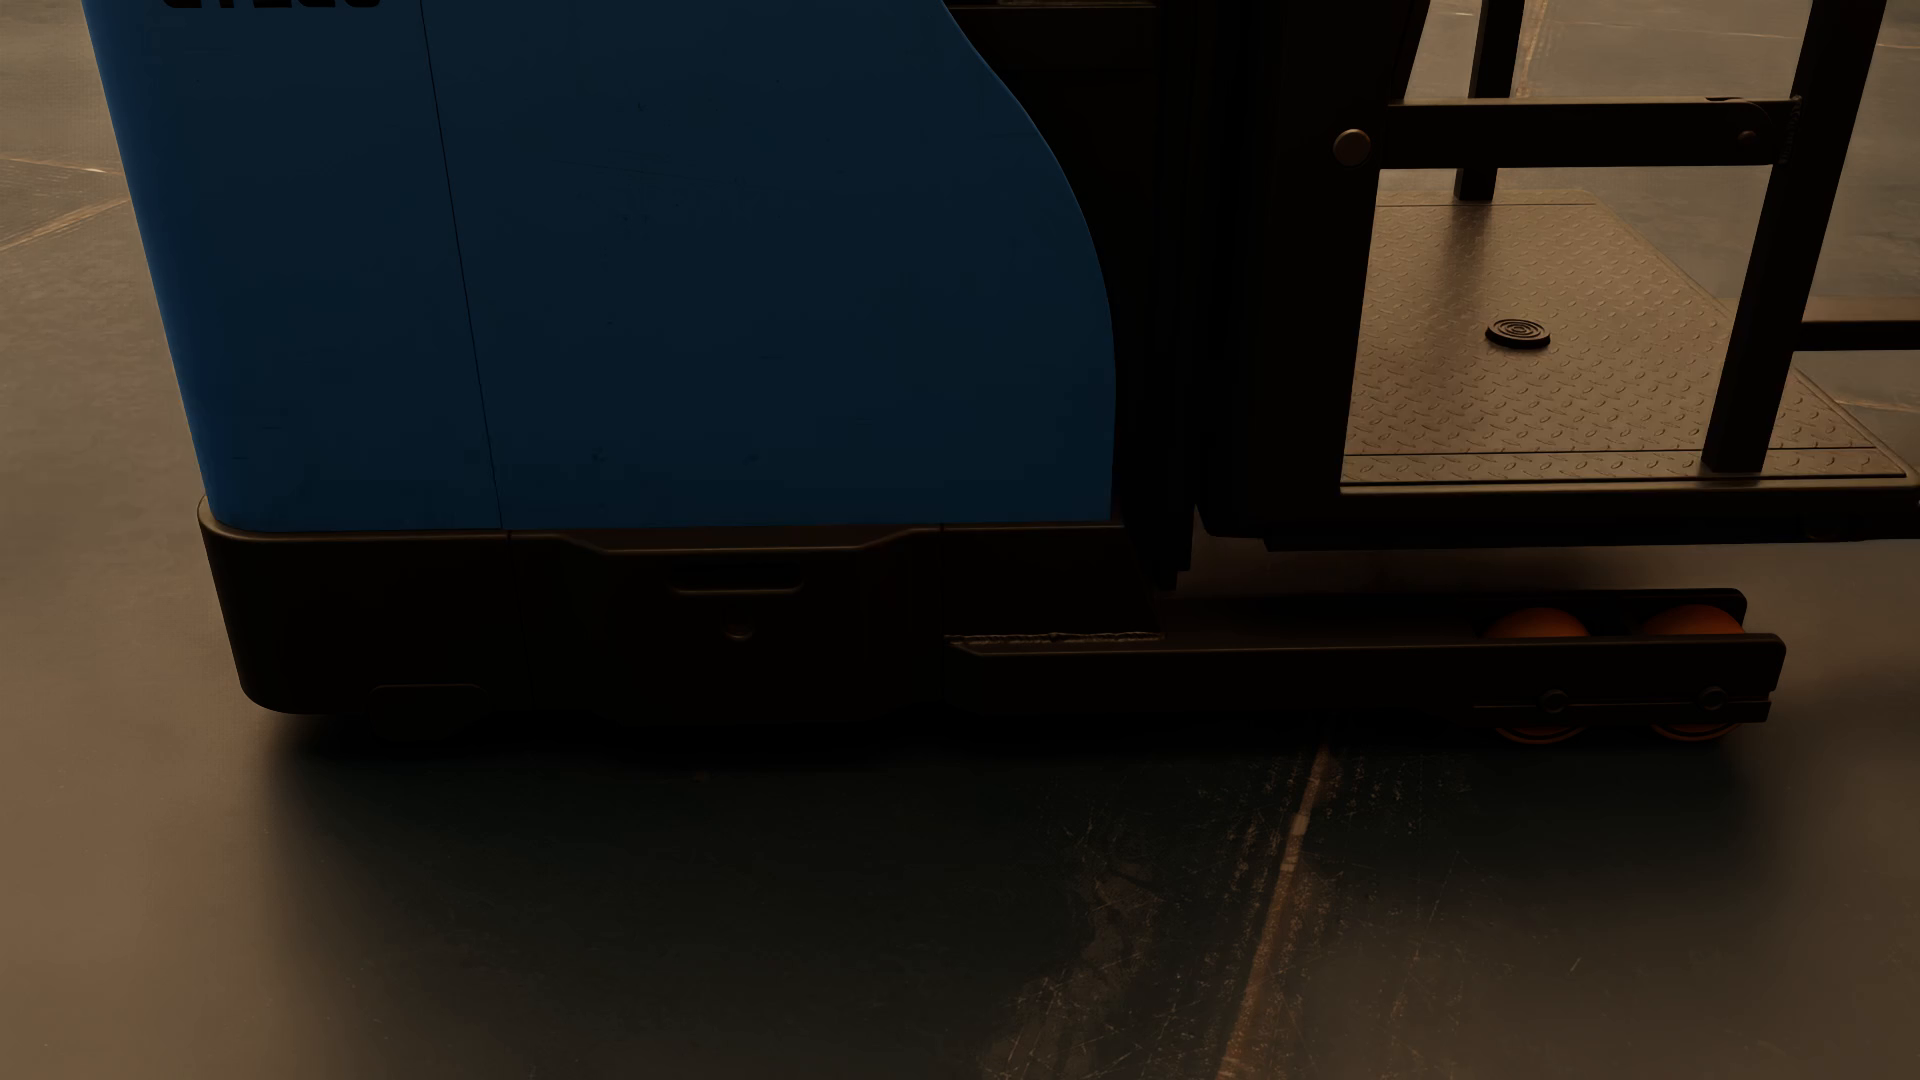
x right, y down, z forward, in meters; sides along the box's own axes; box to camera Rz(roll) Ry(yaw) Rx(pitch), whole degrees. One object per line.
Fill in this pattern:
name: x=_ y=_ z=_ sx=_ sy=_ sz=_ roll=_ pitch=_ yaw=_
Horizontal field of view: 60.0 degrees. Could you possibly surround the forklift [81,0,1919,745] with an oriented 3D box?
forklift: x=0.608 y=-1.285 z=1.795 sx=3.031 sy=2.935 sz=1.130 roll=-1 pitch=30 yaw=-2
